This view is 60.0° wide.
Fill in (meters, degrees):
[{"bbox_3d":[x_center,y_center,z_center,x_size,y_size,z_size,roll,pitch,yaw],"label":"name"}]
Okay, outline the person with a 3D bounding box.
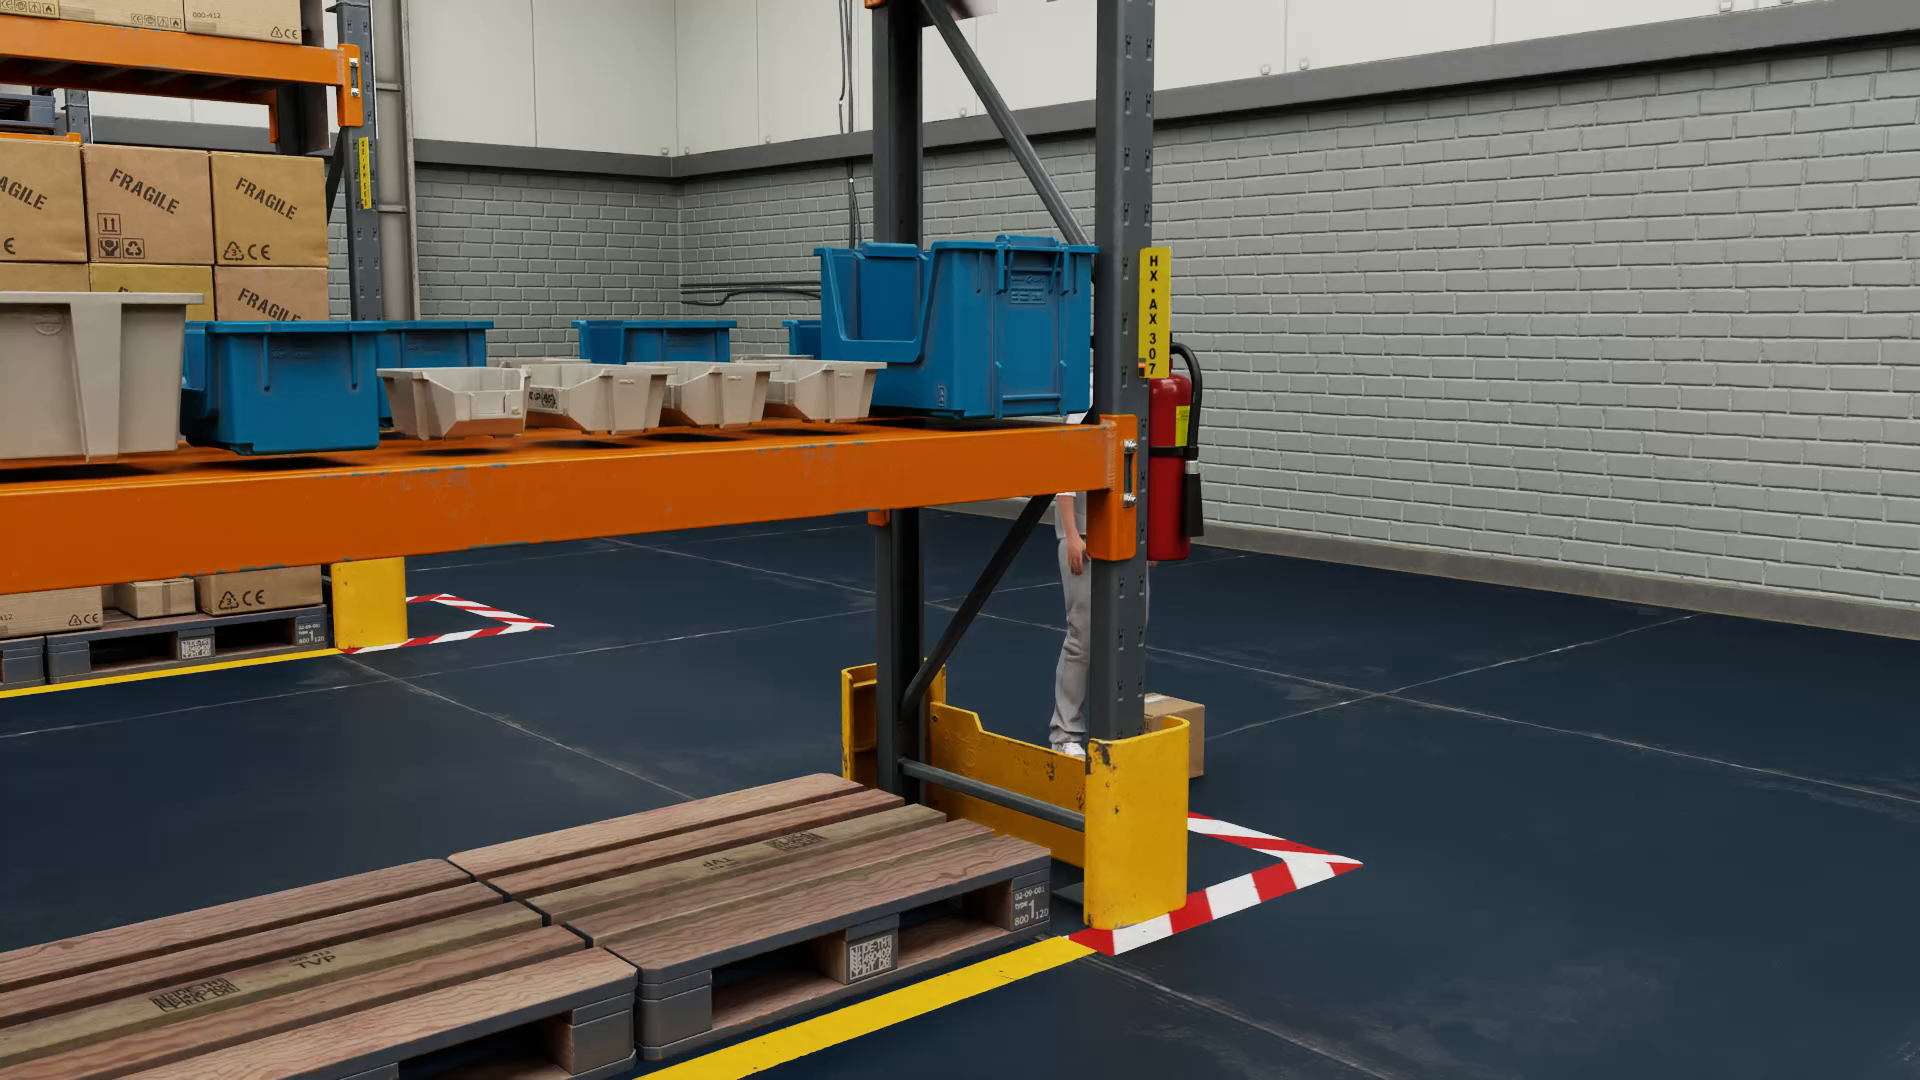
[{"bbox_3d":[0.523,-0.001,5.838,0.479,1.594,0.311,-6,10,-40],"label":"person"}]
